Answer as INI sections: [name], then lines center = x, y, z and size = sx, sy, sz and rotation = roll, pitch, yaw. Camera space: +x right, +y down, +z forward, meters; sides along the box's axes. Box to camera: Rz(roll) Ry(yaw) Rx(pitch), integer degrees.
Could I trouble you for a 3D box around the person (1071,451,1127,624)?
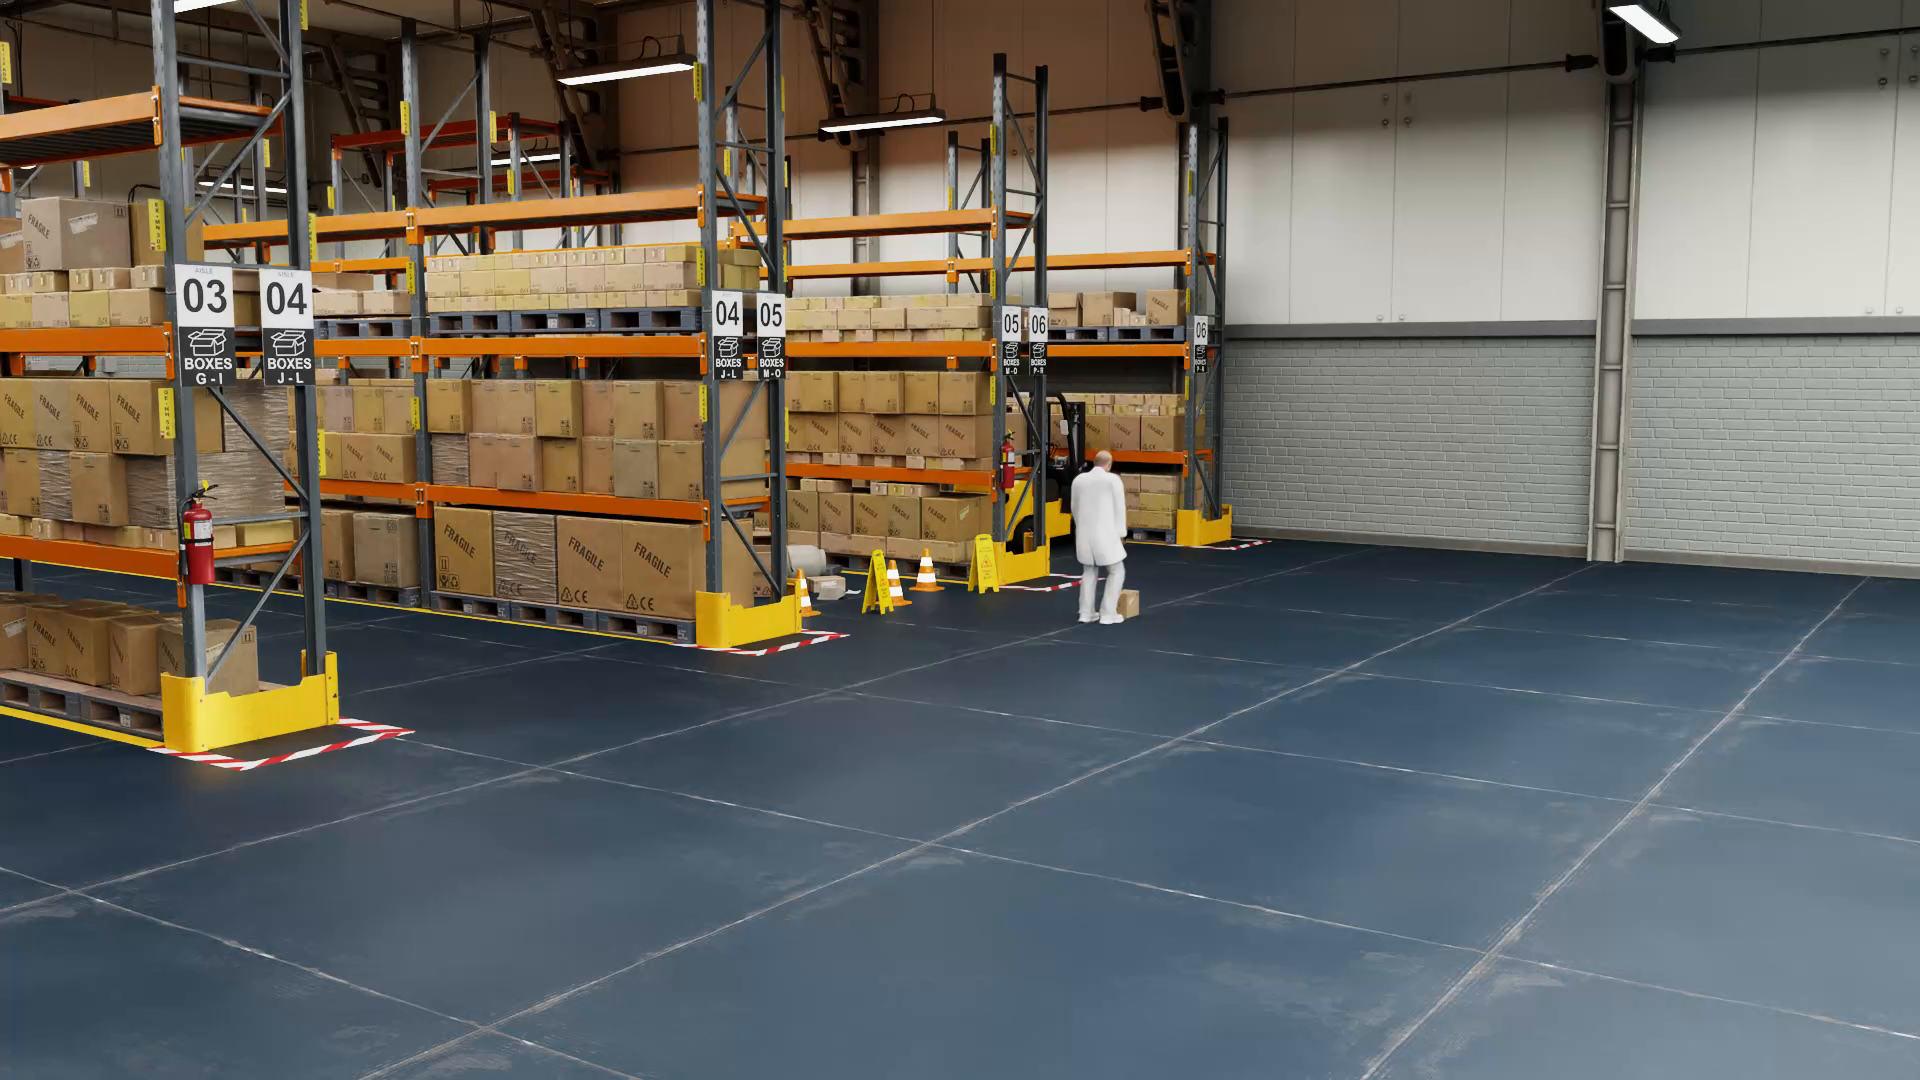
[person]
center = 1.364, -0.025, 16.436
size = 0.599, 1.693, 0.466
rotation = 4, 8, 35
